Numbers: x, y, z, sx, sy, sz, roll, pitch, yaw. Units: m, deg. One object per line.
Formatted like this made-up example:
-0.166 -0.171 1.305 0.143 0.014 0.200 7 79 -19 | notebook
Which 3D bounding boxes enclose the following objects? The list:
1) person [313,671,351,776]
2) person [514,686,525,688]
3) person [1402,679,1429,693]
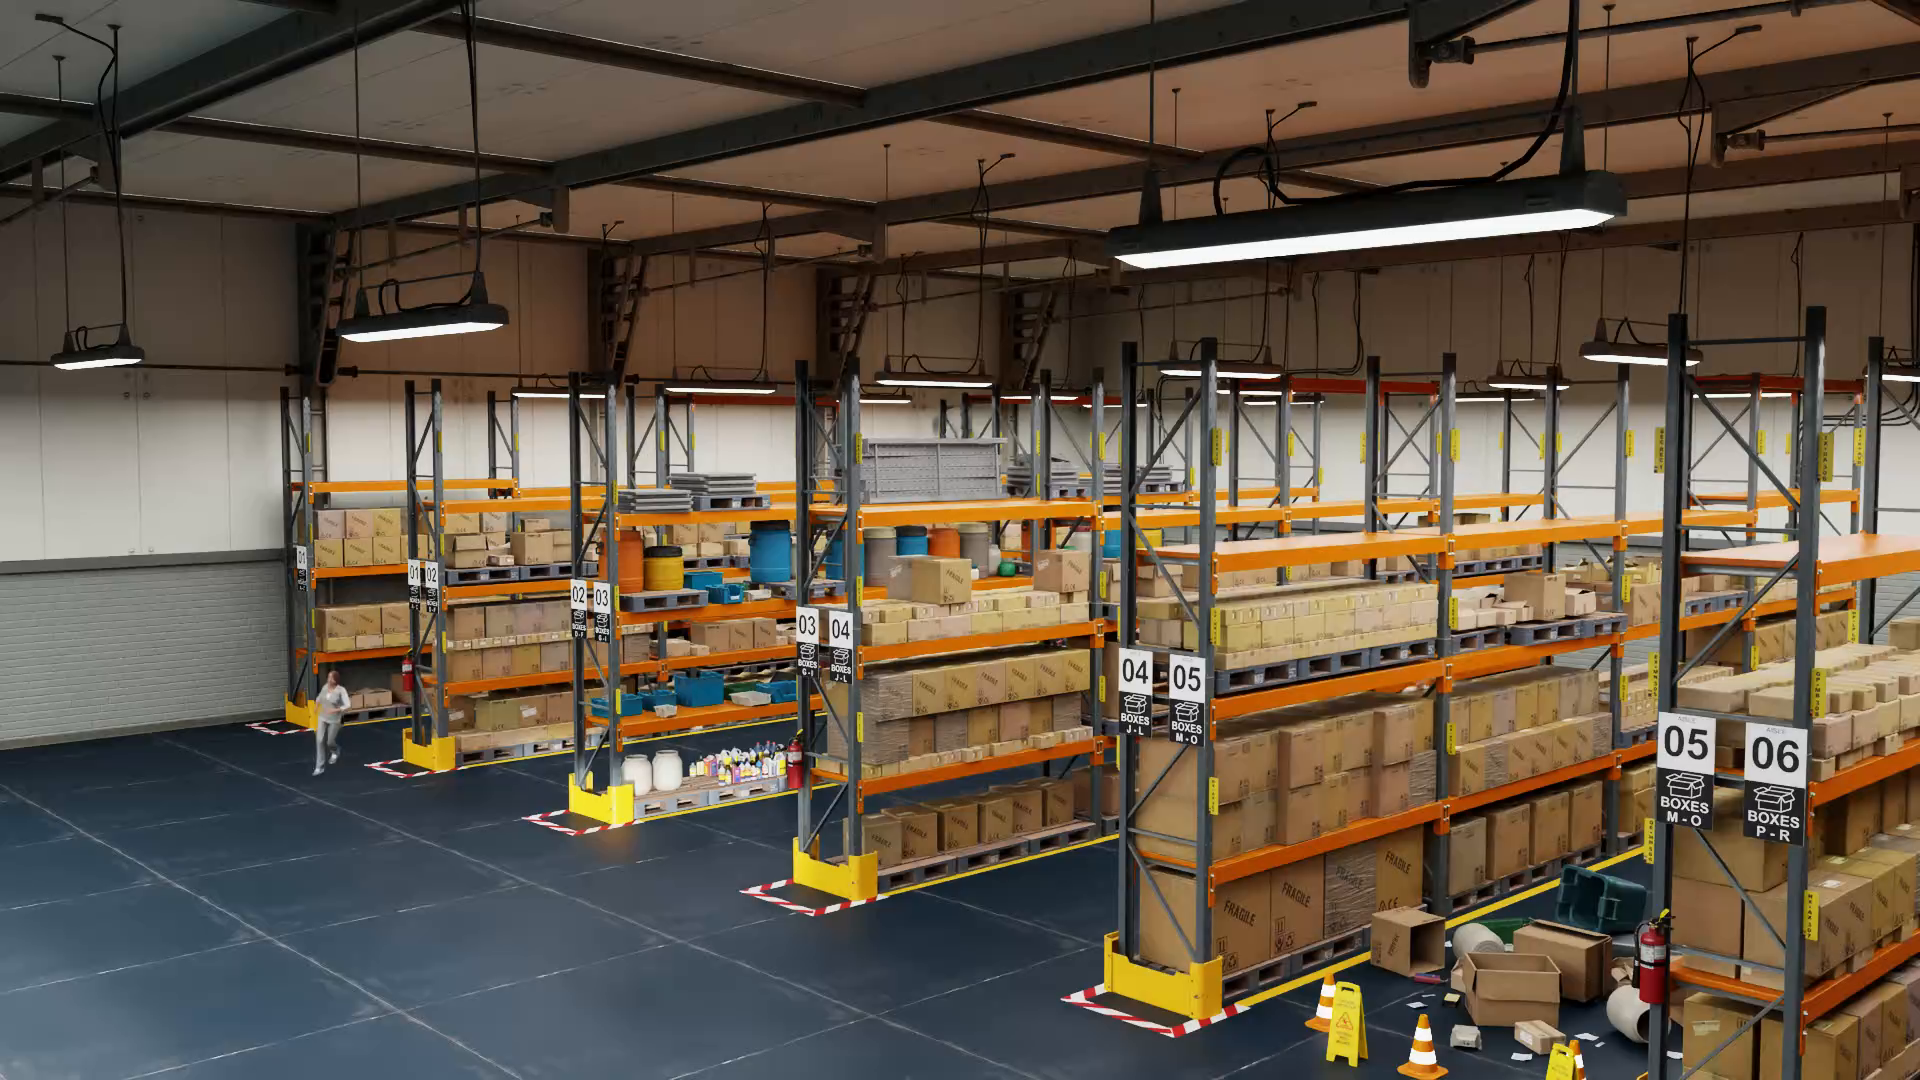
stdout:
-9.592 2.779 25.468 0.579 1.580 0.751 0 4 6 | person
-7.584 2.518 28.765 0.579 1.653 0.778 3 4 35 | person
6.589 2.774 23.795 0.684 1.831 0.842 3 5 42 | person
